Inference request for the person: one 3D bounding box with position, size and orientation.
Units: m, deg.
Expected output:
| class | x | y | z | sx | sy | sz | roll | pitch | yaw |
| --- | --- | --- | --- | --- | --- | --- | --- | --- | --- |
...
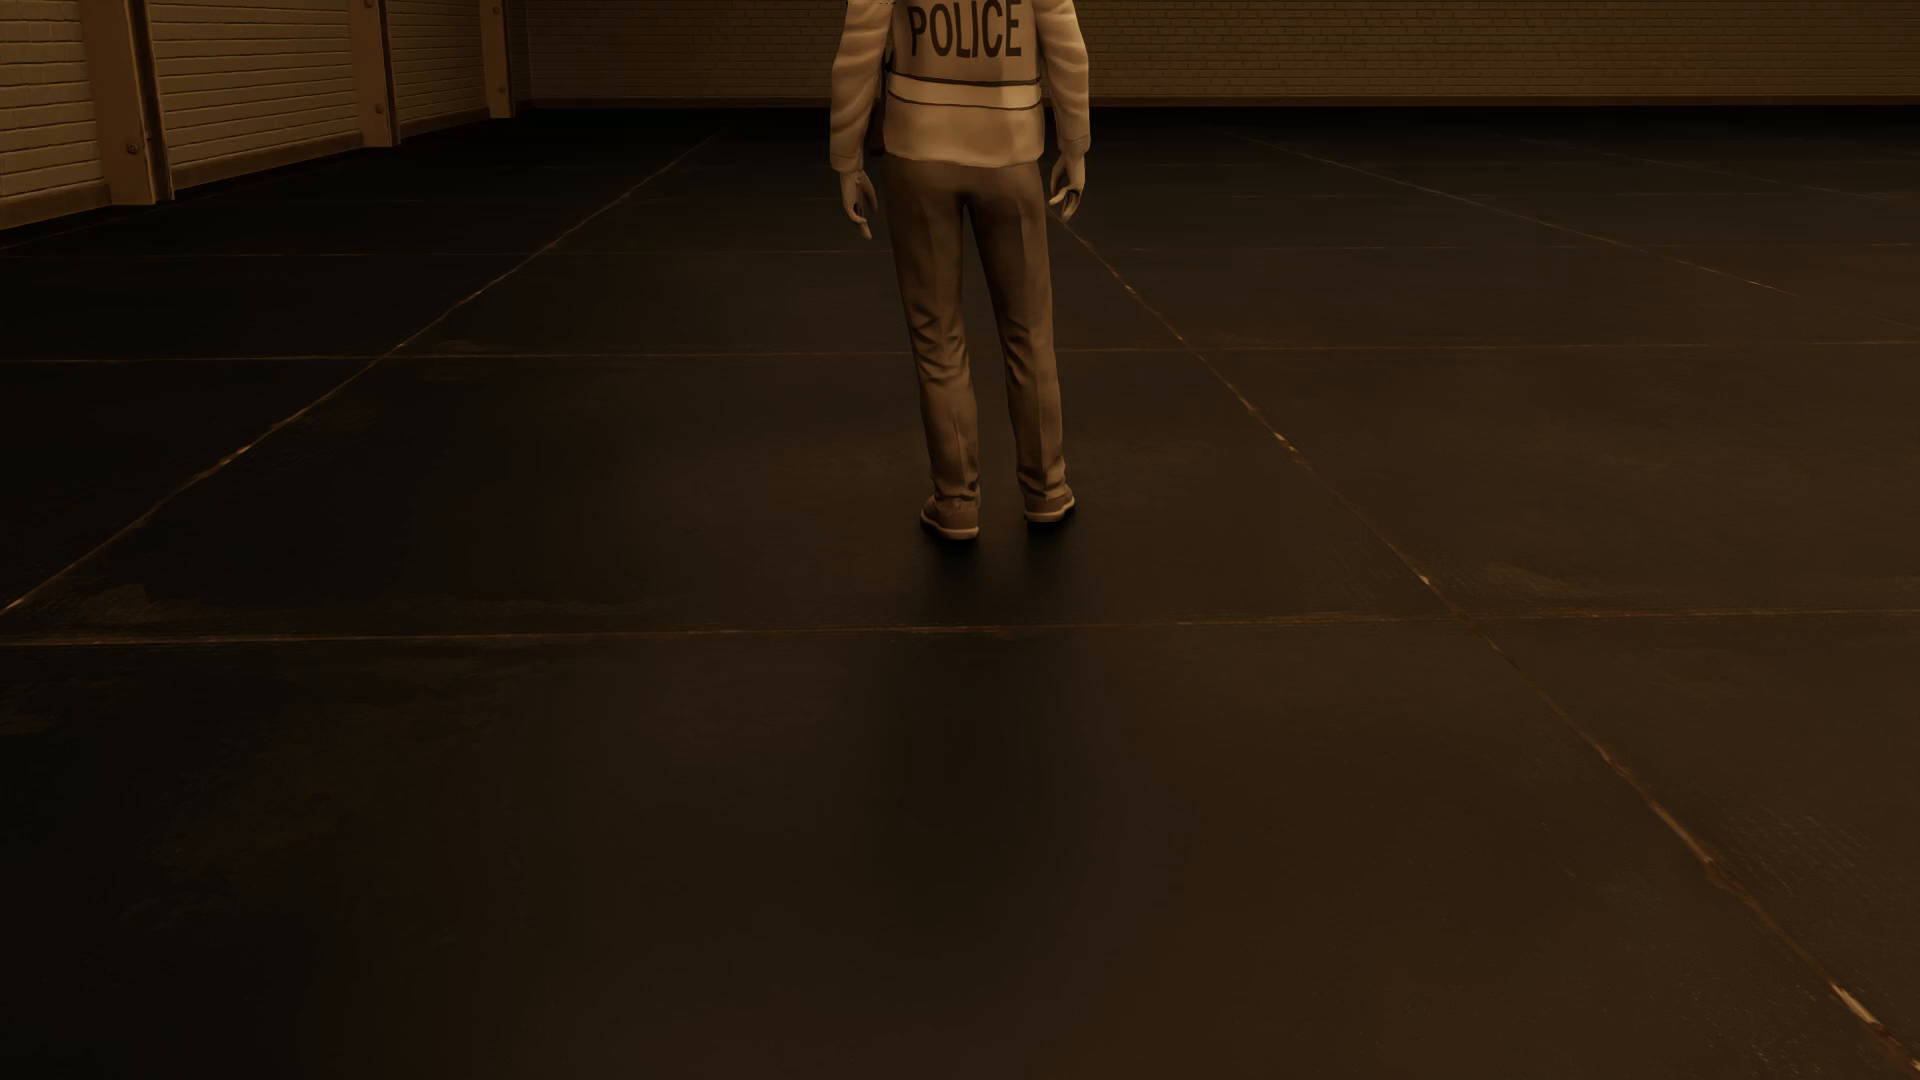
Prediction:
| class | x | y | z | sx | sy | sz | roll | pitch | yaw |
| --- | --- | --- | --- | --- | --- | --- | --- | --- | --- |
| person | 0.003 | -0.837 | 3.732 | 0.587 | 1.696 | 0.534 | -1 | 17 | -3 |
